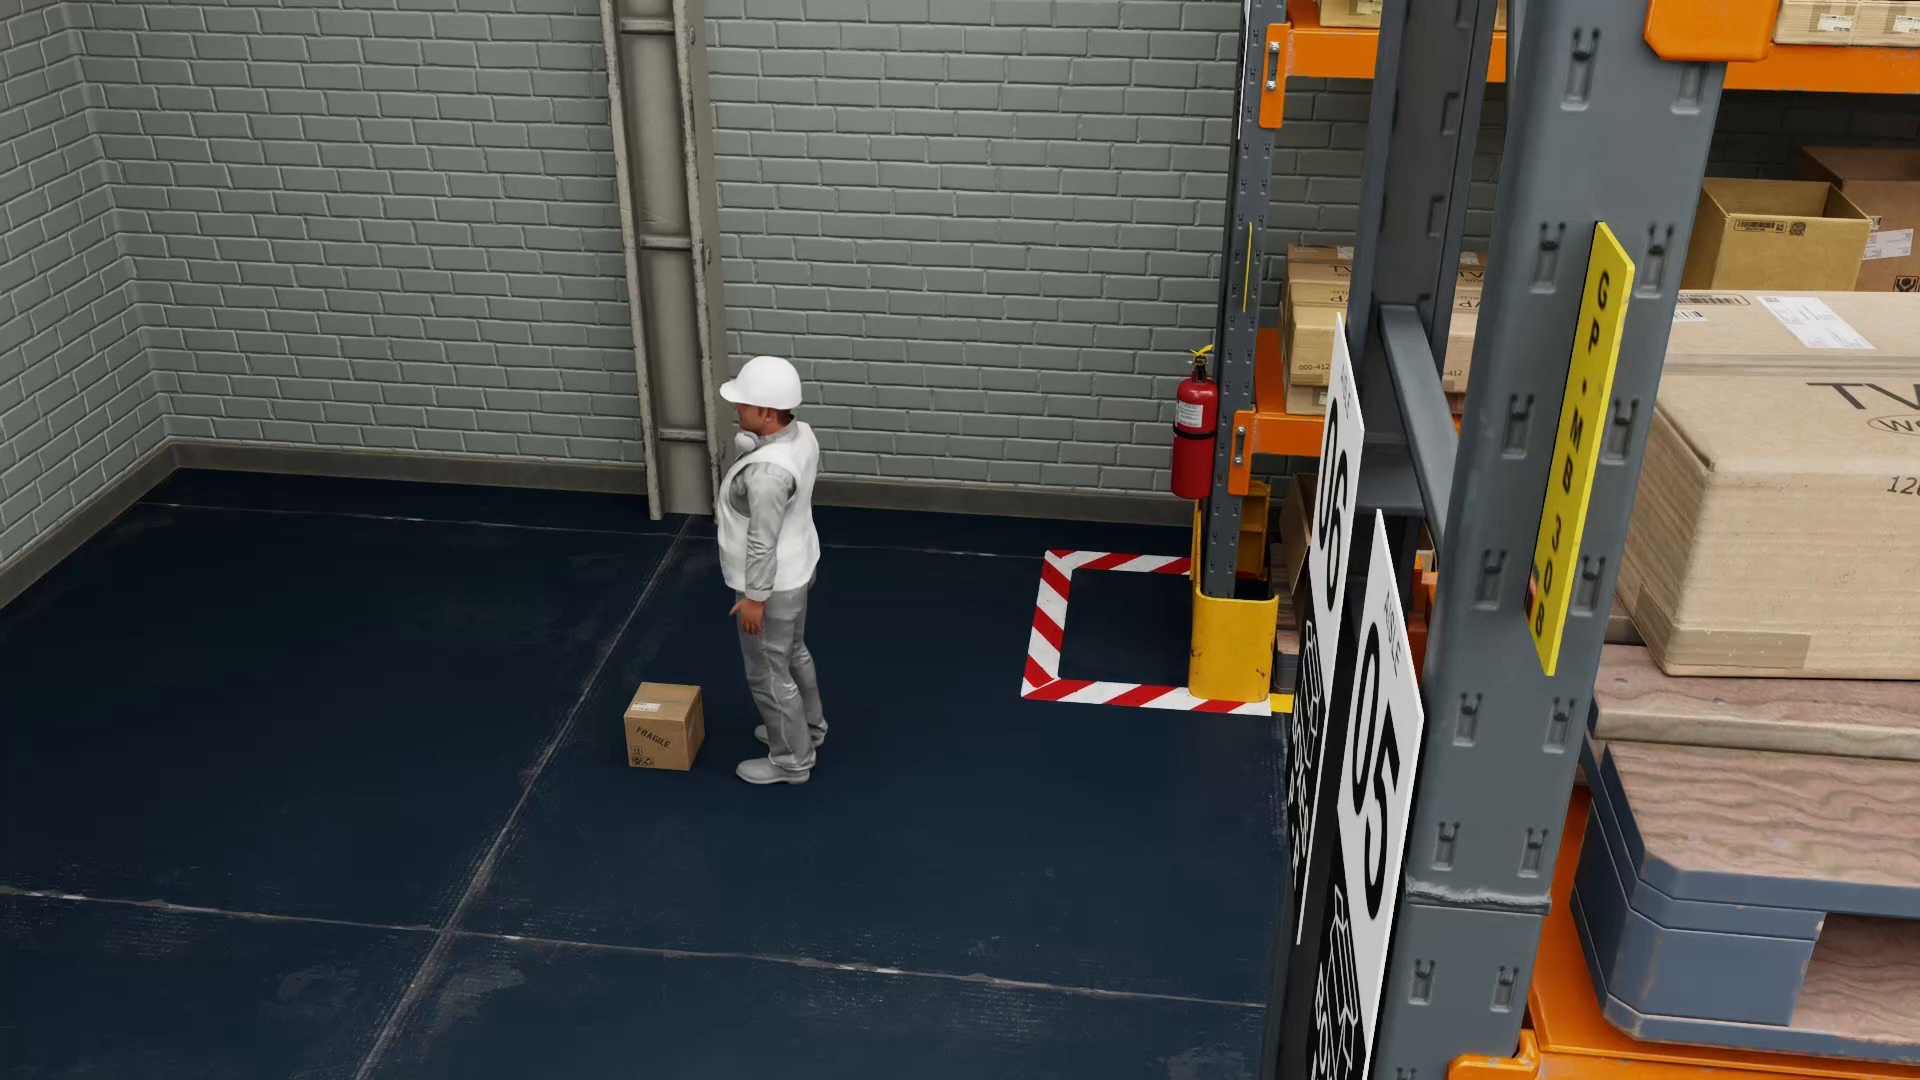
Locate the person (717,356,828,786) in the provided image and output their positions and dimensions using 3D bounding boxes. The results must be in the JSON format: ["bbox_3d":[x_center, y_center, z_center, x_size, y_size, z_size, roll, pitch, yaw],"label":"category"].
[{"bbox_3d":[-0.725,0.129,6.362,0.358,1.775,0.532,4,28,8],"label":"person"}]
